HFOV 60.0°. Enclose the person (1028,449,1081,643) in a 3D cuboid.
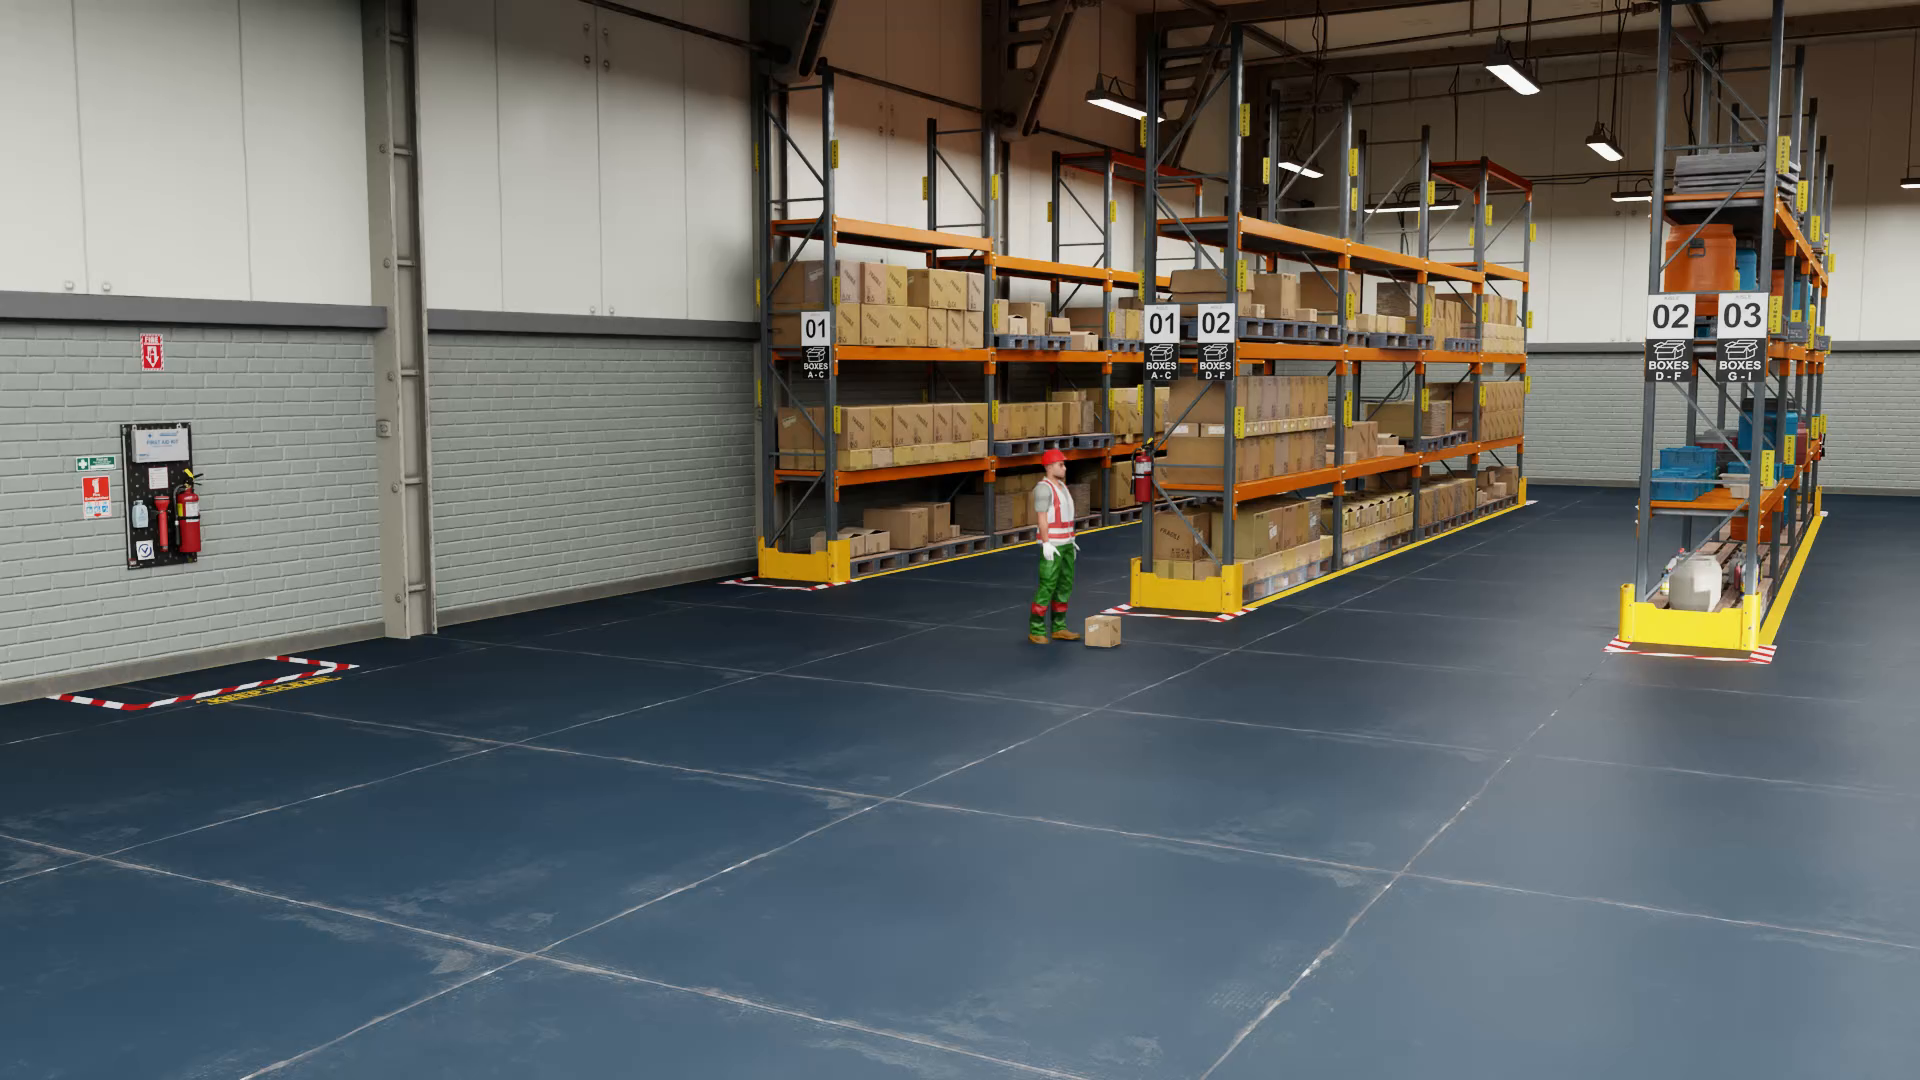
[{"bbox_3d":[0.905,0.076,15.479,0.403,1.845,0.535,3,7,29],"label":"person"}]
